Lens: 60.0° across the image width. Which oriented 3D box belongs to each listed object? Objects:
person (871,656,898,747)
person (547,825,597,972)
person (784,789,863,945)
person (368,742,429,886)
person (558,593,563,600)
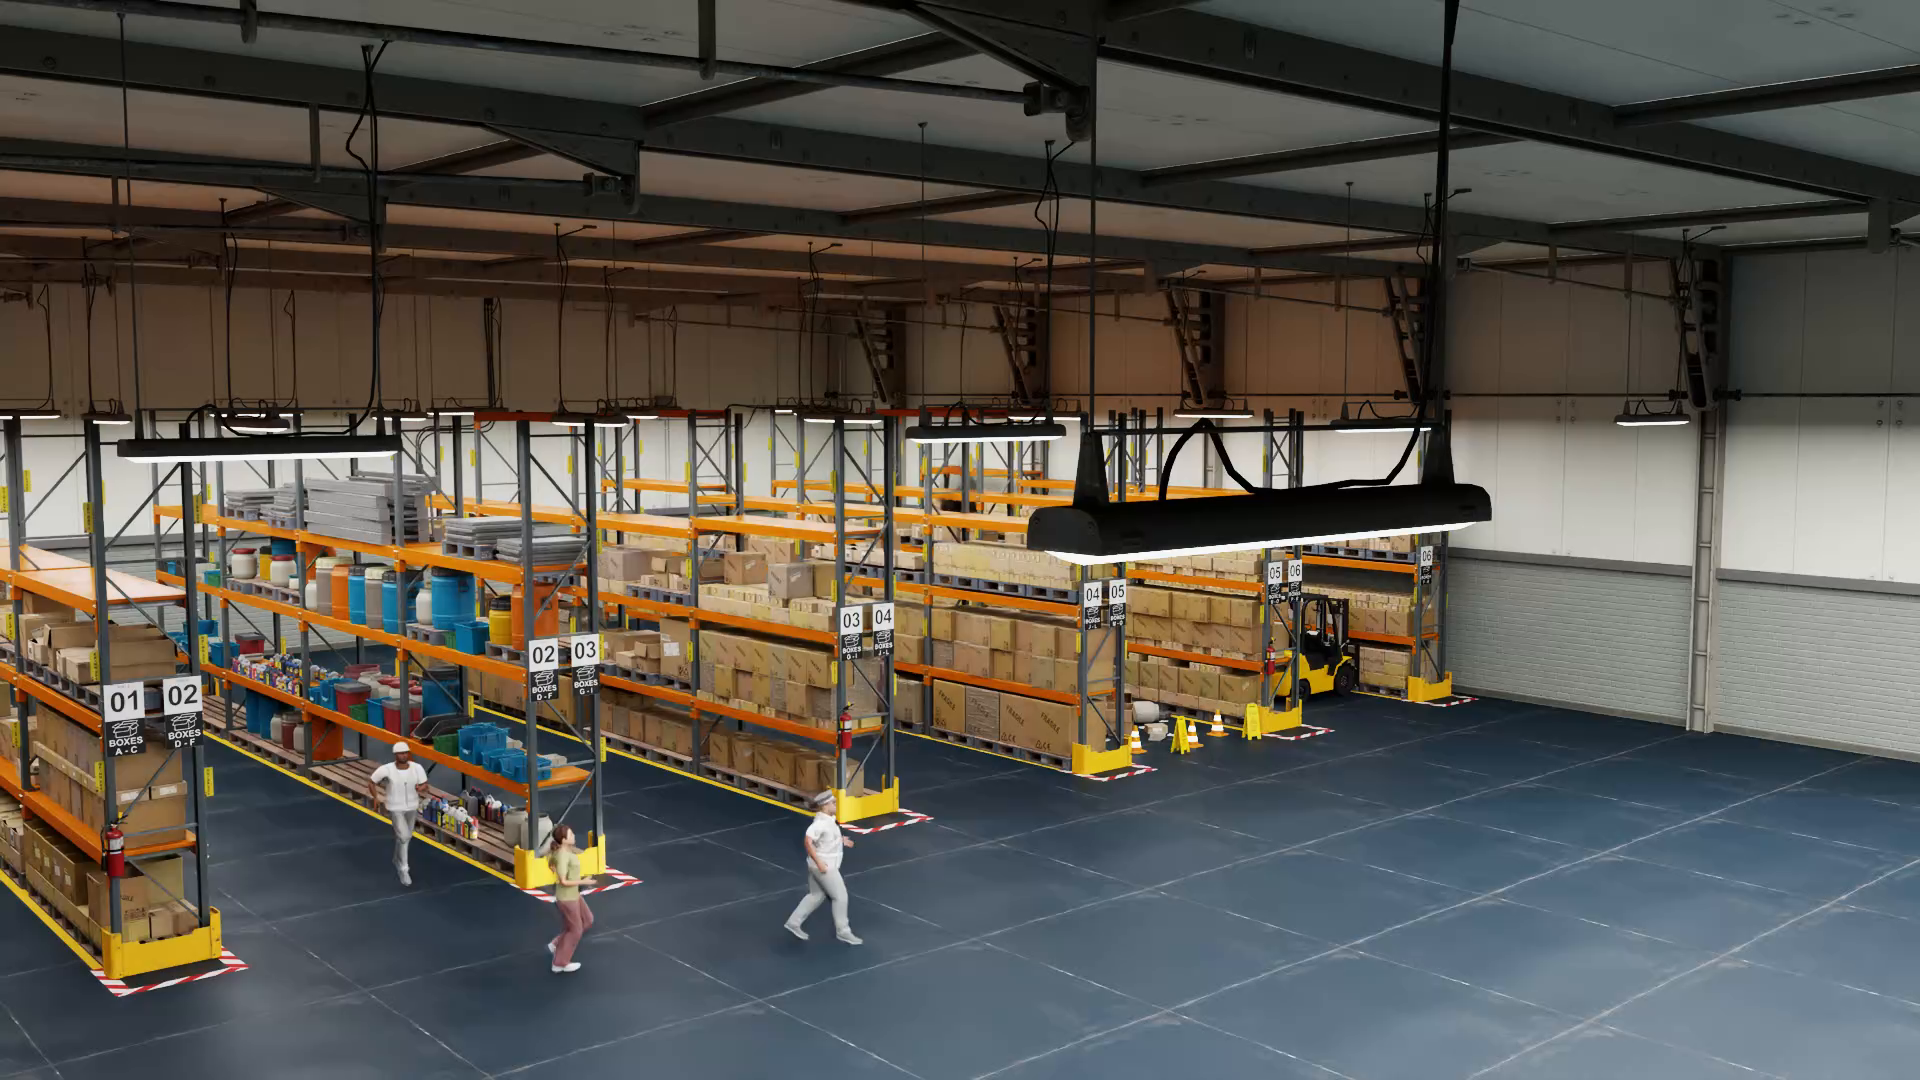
[{"bbox_3d":[-1.433,2.780,30.013,0.695,1.783,1.043,-5,7,-42],"label":"person"},{"bbox_3d":[-4.249,3.910,18.216,0.524,1.626,0.571,-1,5,-15],"label":"person"},{"bbox_3d":[-1.582,3.762,19.145,0.897,1.809,0.655,-1,5,-14],"label":"person"},{"bbox_3d":[-7.289,3.535,21.715,0.680,1.823,0.776,-5,7,-44],"label":"person"},{"bbox_3d":[-9.518,2.064,38.972,0.783,1.698,0.838,-1,5,-13],"label":"person"}]
